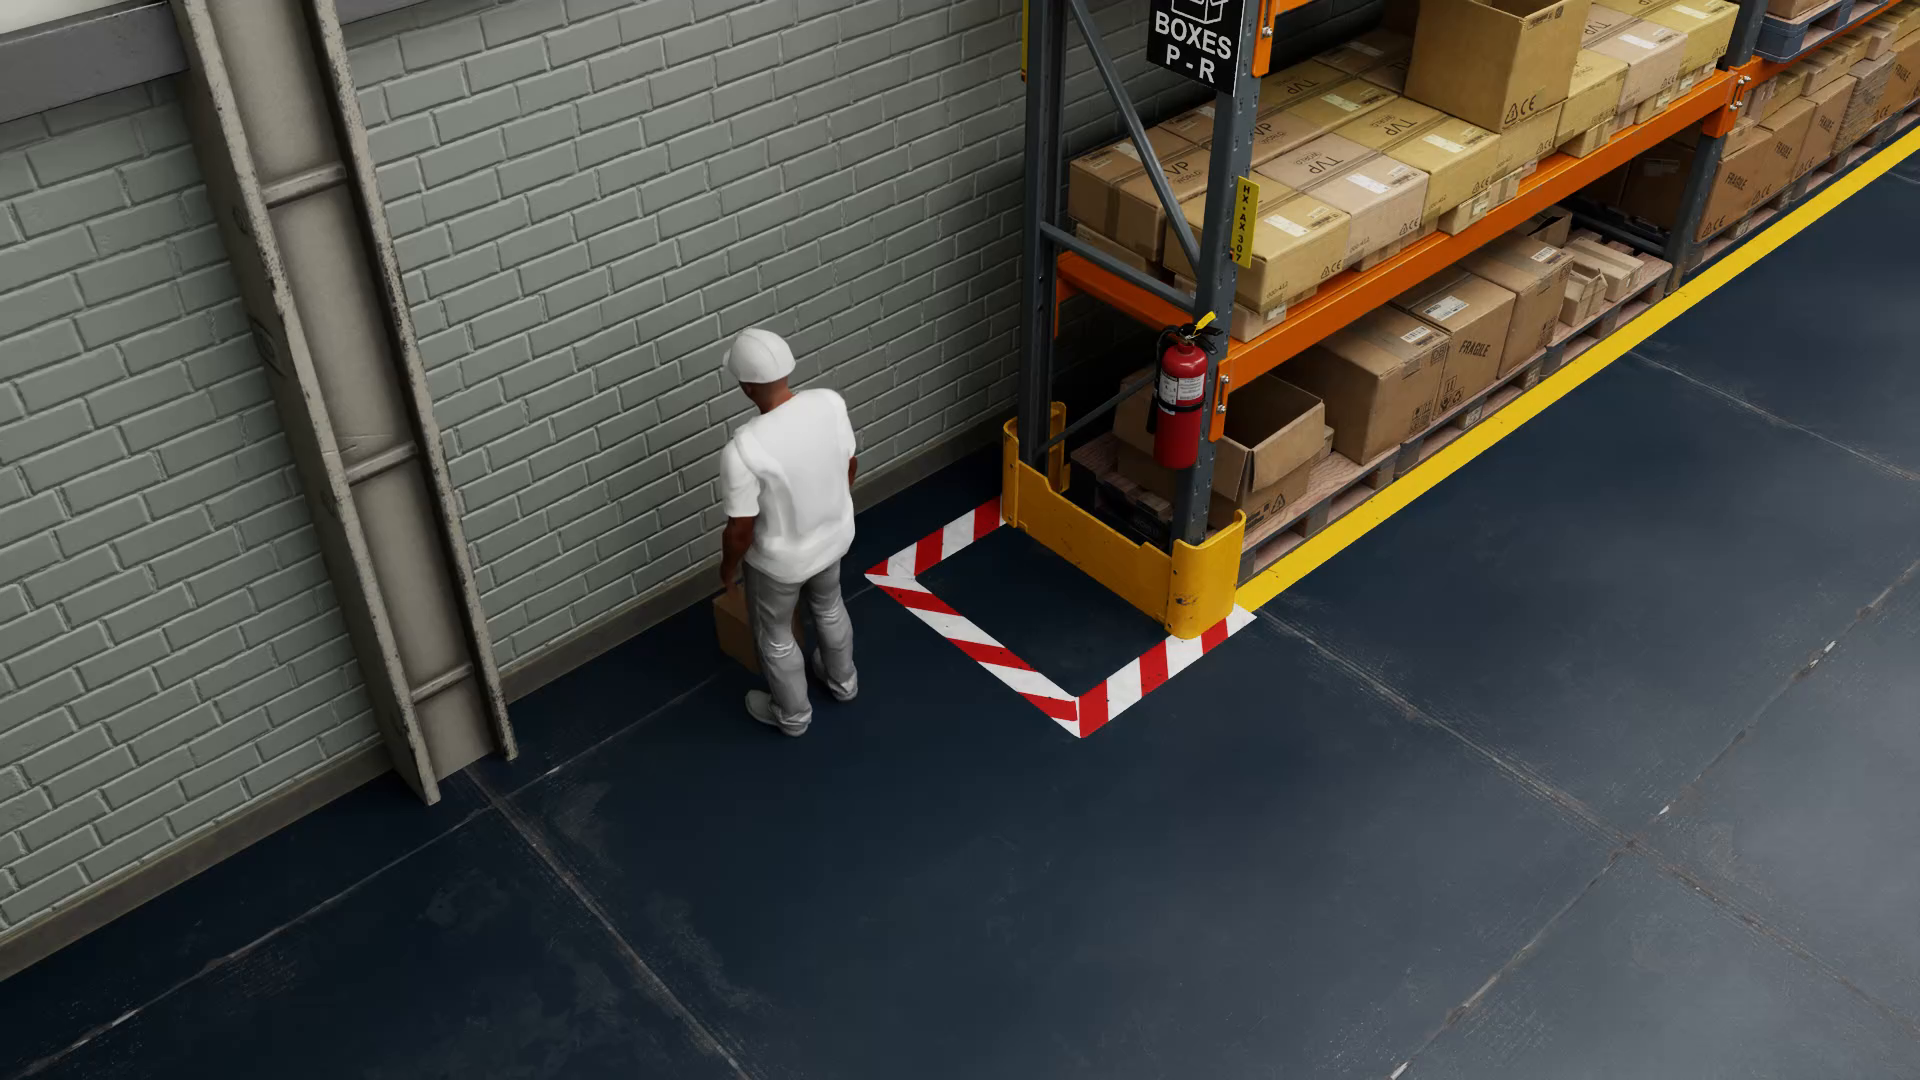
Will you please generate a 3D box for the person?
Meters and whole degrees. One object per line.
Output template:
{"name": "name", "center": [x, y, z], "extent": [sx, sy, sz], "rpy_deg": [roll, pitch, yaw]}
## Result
{"name": "person", "center": [-0.628, -0.005, 6.145], "extent": [0.601, 1.763, 0.443], "rpy_deg": [-32, 49, -33]}
